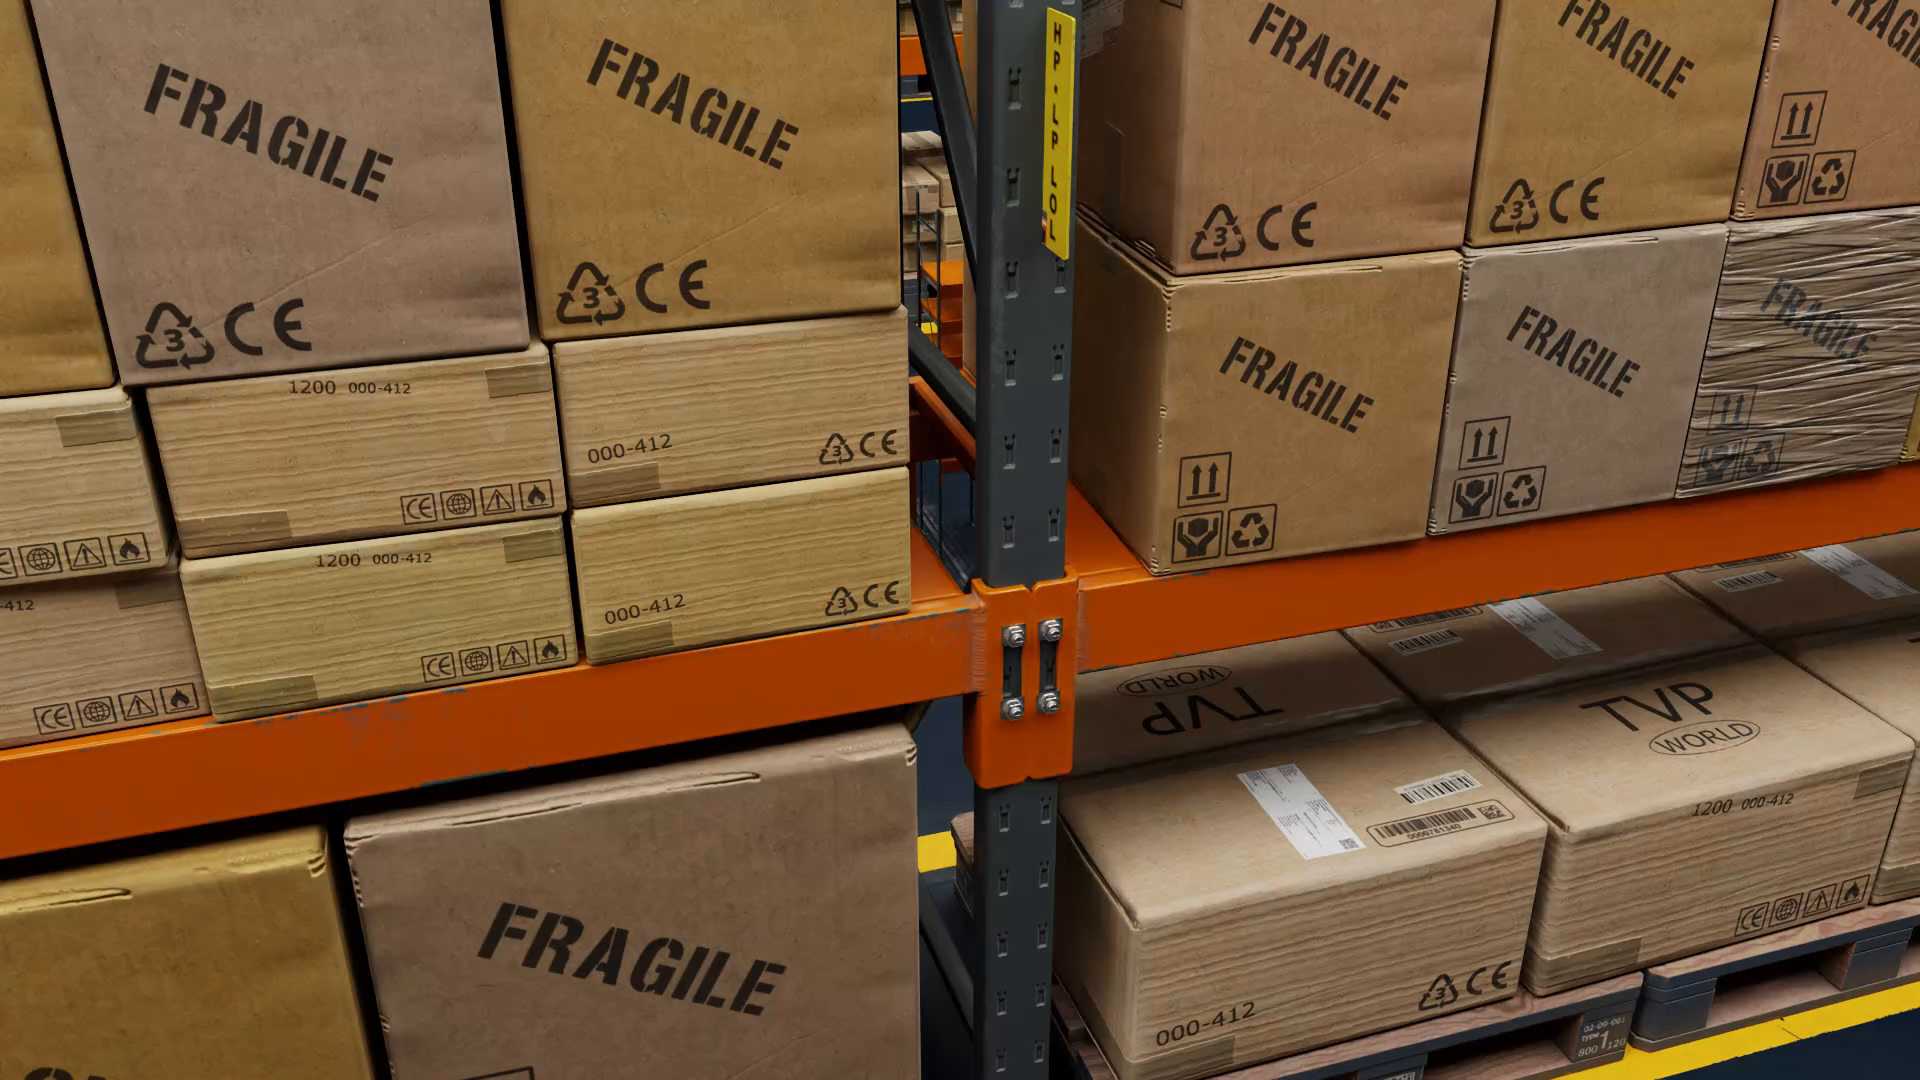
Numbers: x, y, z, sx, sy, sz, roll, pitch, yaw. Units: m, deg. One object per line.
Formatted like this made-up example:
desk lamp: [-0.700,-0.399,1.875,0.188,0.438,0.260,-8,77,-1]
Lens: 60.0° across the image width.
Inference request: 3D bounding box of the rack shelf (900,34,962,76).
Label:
rack shelf: [0.228,-2.332,7.882,4.000,0.370,1.077,-8,28,-16]

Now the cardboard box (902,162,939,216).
cardboard box: [-0.268,-1.630,7.726,0.250,0.149,0.380,-8,27,-15]

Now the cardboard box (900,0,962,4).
cardboard box: [-0.166,-2.643,7.254,0.500,0.500,0.500,-9,28,-17]

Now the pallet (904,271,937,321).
pallet: [0.116,-1.407,8.346,1.213,0.211,1.003,-8,28,-16]

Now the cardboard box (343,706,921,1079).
cardboard box: [-0.609,0.583,3.119,0.875,0.875,0.875,-7,27,-14]

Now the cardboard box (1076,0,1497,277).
cardboard box: [0.483,-0.755,2.661,0.500,0.500,0.500,-8,28,-16]

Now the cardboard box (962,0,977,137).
cardboard box: [0.319,-0.974,3.101,0.500,0.500,0.500,-8,28,-17]

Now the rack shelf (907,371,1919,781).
rack shelf: [1.857,-0.253,3.695,4.000,0.370,1.077,-8,28,-16]

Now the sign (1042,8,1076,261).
sign: [0.133,-0.554,2.280,0.005,0.325,0.100,-8,28,-16]

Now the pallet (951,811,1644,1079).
pallet: [0.703,0.878,3.744,1.213,0.211,1.003,-8,28,-16]

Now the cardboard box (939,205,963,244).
cardboard box: [-0.010,-1.531,7.860,0.250,0.149,0.380,-8,28,-16]

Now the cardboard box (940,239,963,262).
cardboard box: [-0.006,-1.400,7.930,0.250,0.149,0.380,-9,28,-17]

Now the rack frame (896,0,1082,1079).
rack frame: [-0.044,-0.299,2.980,0.127,3.000,1.000,-8,28,-16]

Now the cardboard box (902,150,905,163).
cardboard box: [-0.451,-1.883,8.235,0.250,0.149,0.380,-10,28,-19]

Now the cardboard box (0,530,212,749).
cardboard box: [-1.363,0.067,2.410,0.500,0.250,0.500,-9,28,-17]

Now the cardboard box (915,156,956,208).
cardboard box: [-0.034,-1.703,7.872,0.250,0.149,0.380,-9,28,-18]

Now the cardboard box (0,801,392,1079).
cardboard box: [-1.466,0.711,2.862,0.875,0.875,0.875,-7,27,-15]

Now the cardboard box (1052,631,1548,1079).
cardboard box: [0.586,0.619,3.539,0.875,0.438,0.875,-9,28,-17]

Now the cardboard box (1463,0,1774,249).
cardboard box: [0.966,-0.822,2.796,0.500,0.500,0.500,-9,28,-17]

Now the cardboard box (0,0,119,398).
cardboard box: [-1.369,-0.488,2.124,0.500,0.500,0.500,-7,27,-15]

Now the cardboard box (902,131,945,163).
cardboard box: [-0.198,-1.926,8.321,0.250,0.149,0.380,-9,28,-18]

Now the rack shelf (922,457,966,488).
rack shelf: [-0.014,-0.281,5.606,0.180,0.103,0.258,-8,28,-16]

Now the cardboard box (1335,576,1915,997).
cardboard box: [1.437,0.495,3.788,0.875,0.438,0.875,-9,28,-18]

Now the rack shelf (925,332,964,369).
rack shelf: [-0.014,-0.603,5.446,0.180,0.103,0.258,-8,28,-16]

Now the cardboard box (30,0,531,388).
cardboard box: [-0.881,-0.550,2.248,0.500,0.500,0.500,-8,27,-15]

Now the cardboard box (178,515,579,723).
cardboard box: [-0.877,0.006,2.534,0.500,0.250,0.500,-9,28,-17]

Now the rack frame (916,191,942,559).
rack frame: [-0.101,-0.523,5.454,0.006,1.200,0.240,-8,28,-16]

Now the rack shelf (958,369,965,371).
rack shelf: [-0.014,-0.496,5.499,0.180,0.103,0.258,-8,28,-16]

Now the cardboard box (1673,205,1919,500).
cardboard box: [1.438,-0.431,3.133,0.500,0.500,0.500,-8,28,-16]

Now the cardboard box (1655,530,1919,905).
cardboard box: [2.295,0.372,4.036,0.875,0.438,0.875,-7,27,-15]

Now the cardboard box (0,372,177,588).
cardboard box: [-1.352,-0.147,2.279,0.500,0.250,0.500,-8,27,-15]

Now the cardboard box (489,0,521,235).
cardboard box: [-0.552,-0.853,2.858,0.500,0.500,0.500,-8,27,-16]

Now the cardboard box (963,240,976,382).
cardboard box: [0.318,-0.516,3.304,0.500,0.500,0.500,-8,27,-16]

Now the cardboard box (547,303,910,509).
cardboard box: [-0.388,-0.293,2.573,0.500,0.250,0.500,-8,28,-16]

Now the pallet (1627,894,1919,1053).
pallet: [1.865,0.708,4.086,1.213,0.211,1.003,-8,28,-16]

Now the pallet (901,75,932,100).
pallet: [-0.046,-3.648,12.861,1.213,0.211,1.003,-8,28,-16]

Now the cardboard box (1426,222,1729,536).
cardboard box: [0.963,-0.366,3.001,0.500,0.500,0.500,-8,28,-16]

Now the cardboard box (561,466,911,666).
cardboard box: [-0.393,-0.064,2.674,0.500,0.250,0.500,-9,28,-17]

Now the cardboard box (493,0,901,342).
cardboard box: [-0.391,-0.624,2.397,0.500,0.500,0.500,-7,27,-14]

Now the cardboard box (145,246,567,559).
cardboard box: [-0.861,-0.221,2.428,0.500,0.250,0.500,-8,27,-15]

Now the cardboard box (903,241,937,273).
cardboard box: [-0.283,-1.405,7.940,0.250,0.149,0.380,-9,28,-18]

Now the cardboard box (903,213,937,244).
cardboard box: [-0.270,-1.523,7.844,0.250,0.149,0.380,-7,27,-14]

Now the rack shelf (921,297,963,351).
rack shelf: [-0.014,-0.711,5.392,0.180,0.103,0.258,-8,28,-16]

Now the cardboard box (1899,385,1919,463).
cardboard box: [1.927,-0.502,3.276,0.500,0.500,0.500,-7,27,-15]

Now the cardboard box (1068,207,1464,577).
cardboard box: [0.483,-0.298,2.865,0.500,0.500,0.500,-7,27,-14]

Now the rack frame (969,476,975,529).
rack frame: [0.073,-0.548,5.505,0.006,1.200,0.240,-8,28,-16]

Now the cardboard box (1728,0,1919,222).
cardboard box: [1.456,-0.888,2.928,0.500,0.500,0.500,-8,27,-15]

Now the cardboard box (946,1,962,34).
cardboard box: [-0.065,-2.368,7.430,0.250,0.149,0.380,-7,27,-14]

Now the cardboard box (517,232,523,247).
cardboard box: [-0.550,-0.515,3.020,0.500,0.250,0.500,-9,28,-18]

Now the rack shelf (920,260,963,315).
rack shelf: [-0.014,-0.818,5.339,0.180,0.103,0.258,-8,28,-16]

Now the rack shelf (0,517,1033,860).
rack shelf: [-1.946,0.298,2.585,4.000,0.370,1.077,-8,28,-16]

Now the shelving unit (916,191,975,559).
shelving unit: [-0.014,-0.535,5.479,0.189,1.200,0.258,-8,28,-16]

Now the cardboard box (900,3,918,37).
cardboard box: [-0.322,-2.334,7.361,0.250,0.149,0.380,-8,27,-15]
